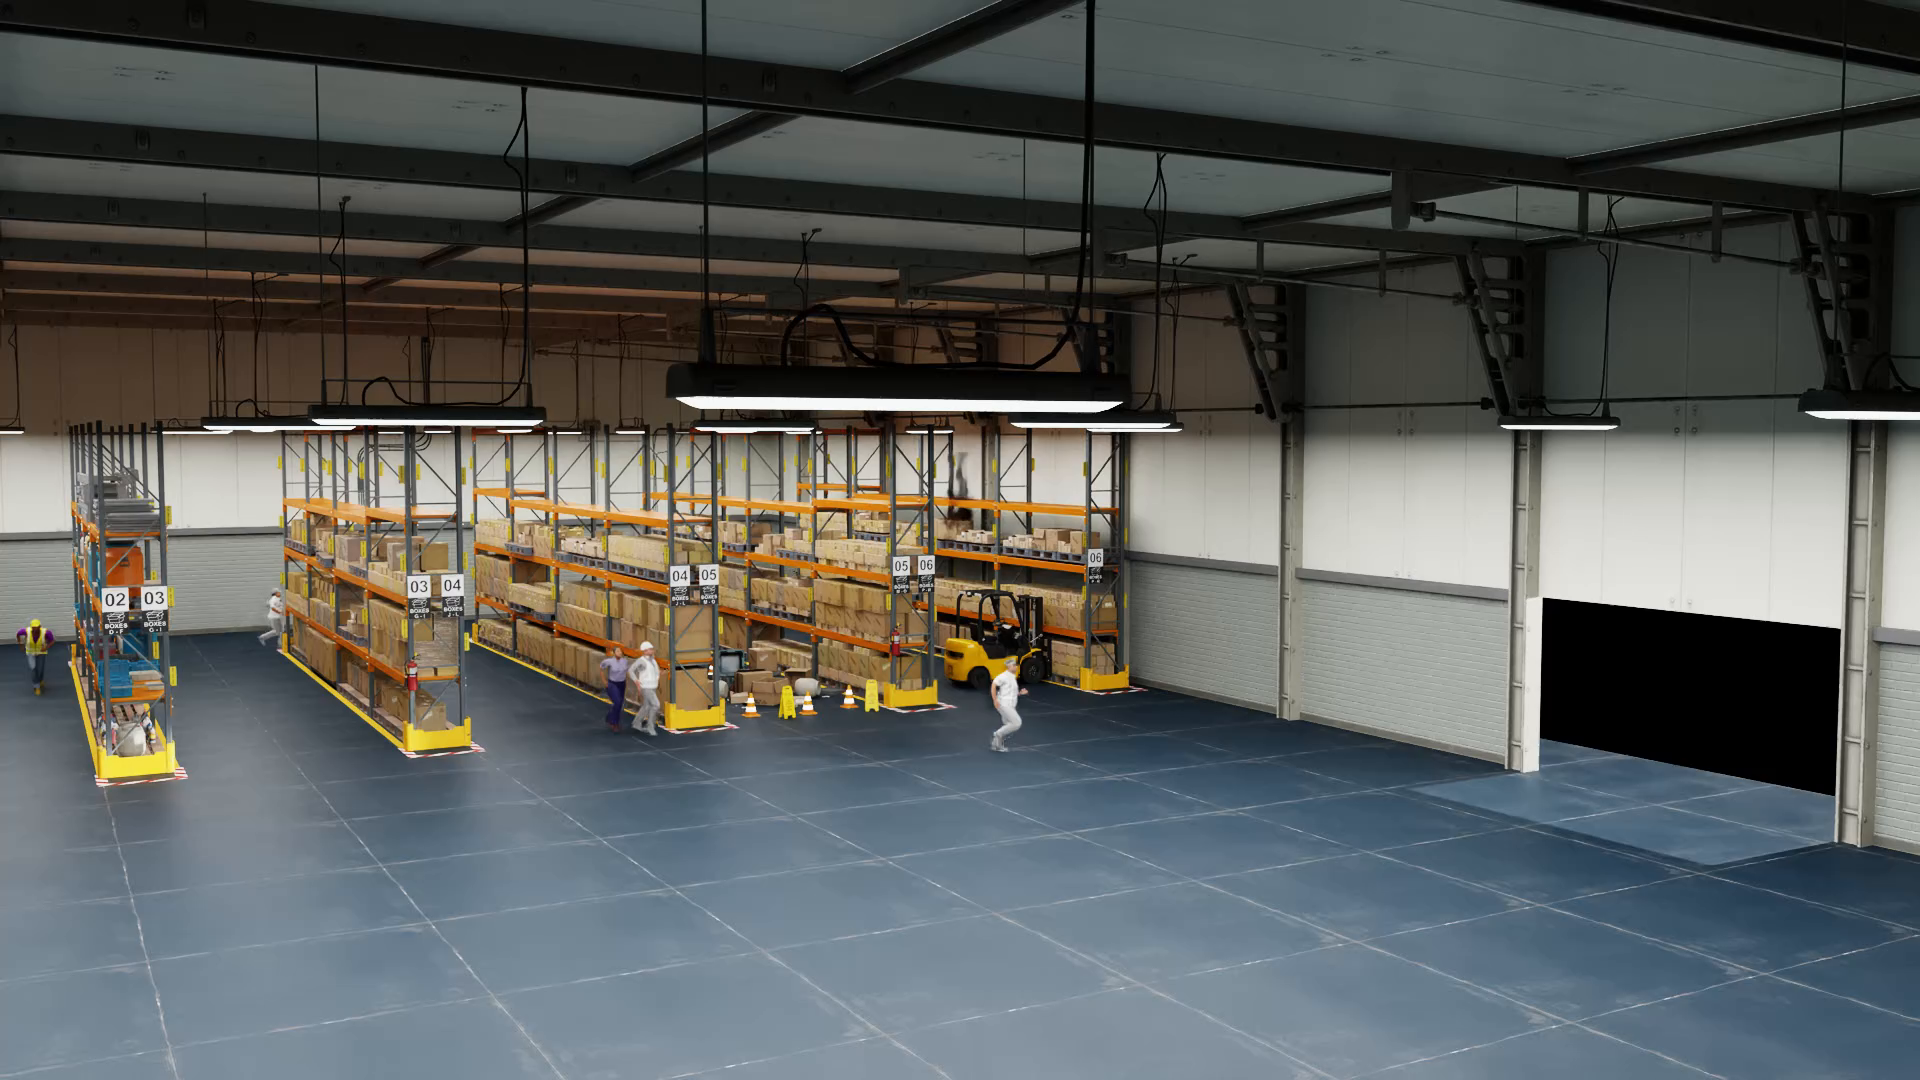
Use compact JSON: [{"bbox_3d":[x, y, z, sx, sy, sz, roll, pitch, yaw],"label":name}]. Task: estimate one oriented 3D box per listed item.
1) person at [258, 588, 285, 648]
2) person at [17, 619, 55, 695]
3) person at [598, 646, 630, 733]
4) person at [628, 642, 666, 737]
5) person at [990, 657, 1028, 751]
[{"bbox_3d":[-18.612,2.136,45.073,0.778,1.668,0.614,-1,4,-21],"label":"person"},{"bbox_3d":[-20.742,2.601,37.360,0.746,1.715,1.059,-2,4,-24],"label":"person"},{"bbox_3d":[-6.713,2.914,32.471,0.676,1.714,0.635,3,5,43],"label":"person"},{"bbox_3d":[-5.997,2.867,31.977,0.755,1.825,0.627,1,4,15],"label":"person"},{"bbox_3d":[0.891,2.982,30.169,0.685,1.716,0.654,1,4,16],"label":"person"}]
